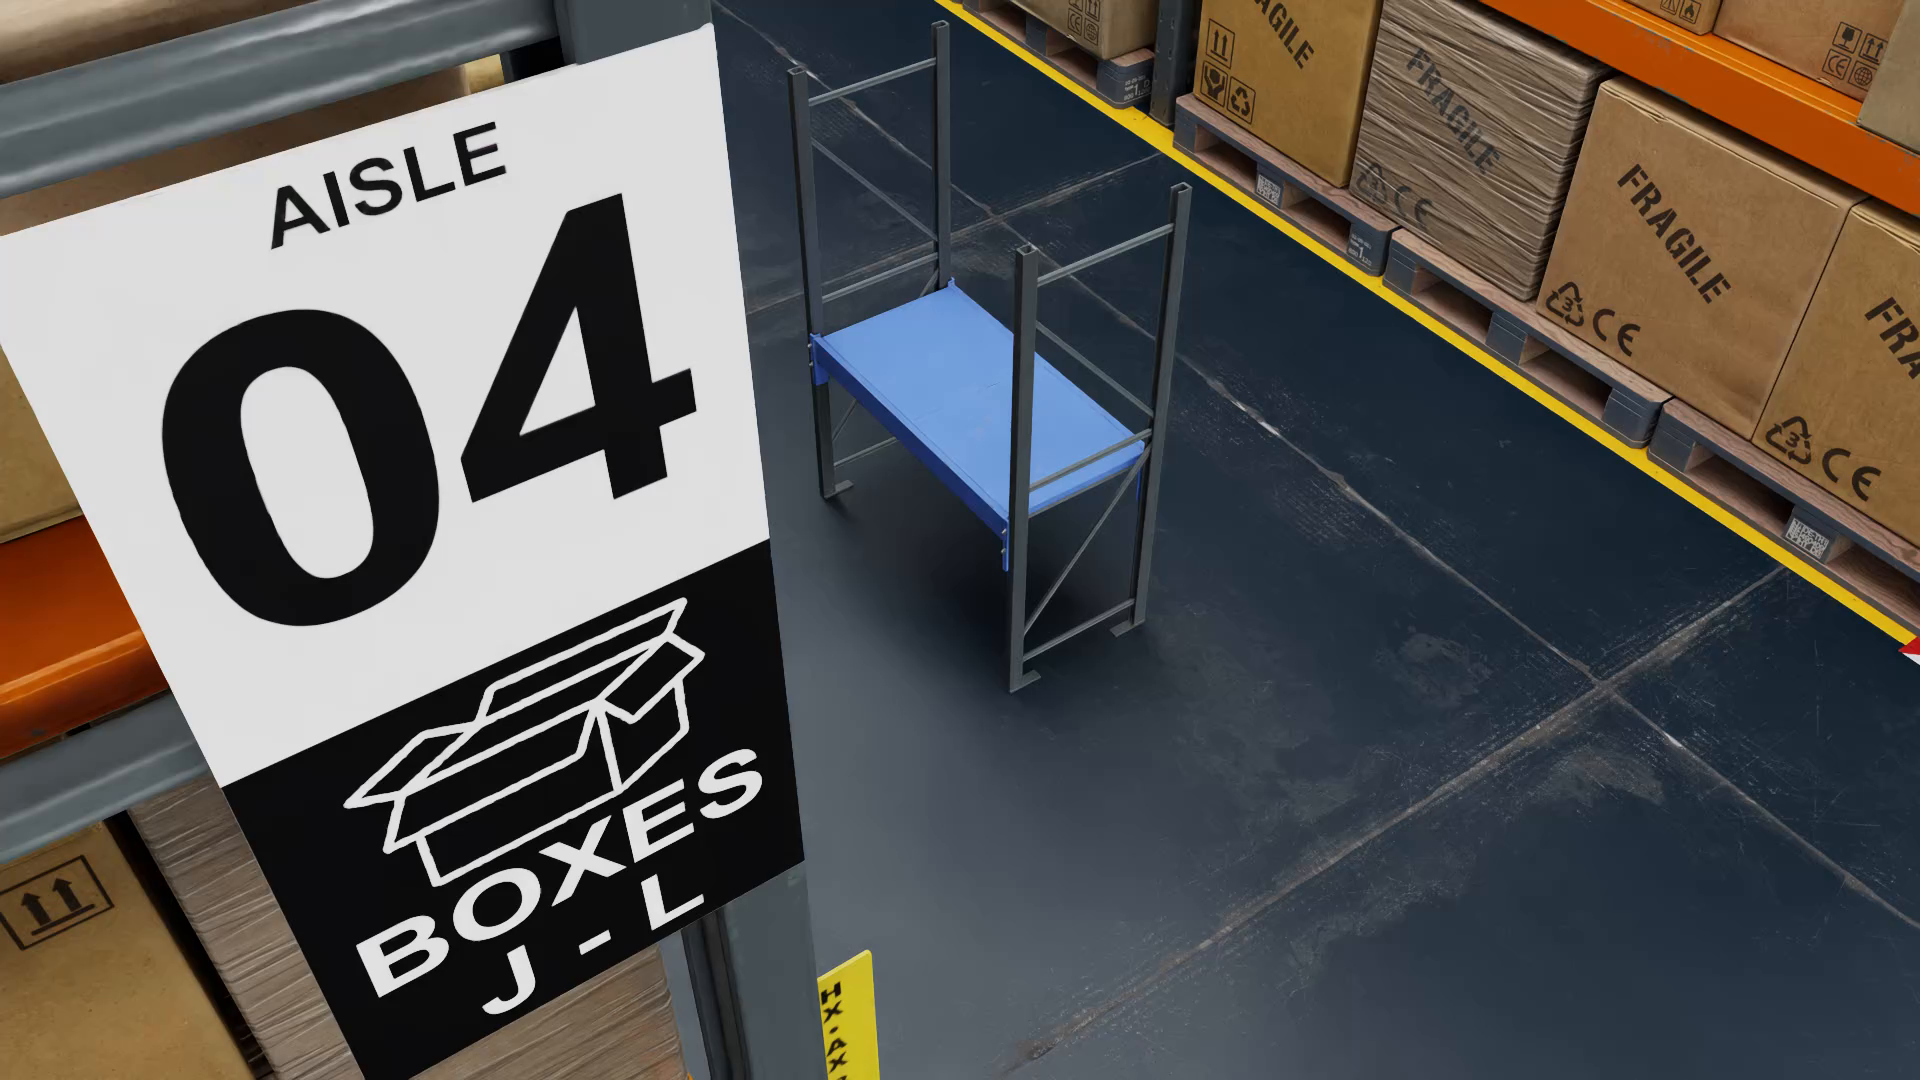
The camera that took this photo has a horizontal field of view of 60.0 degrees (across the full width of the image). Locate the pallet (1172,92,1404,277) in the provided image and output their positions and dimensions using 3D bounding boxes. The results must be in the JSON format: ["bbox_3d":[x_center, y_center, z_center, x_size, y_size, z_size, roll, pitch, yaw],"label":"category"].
[{"bbox_3d":[1.627,-1.598,6.772,1.003,0.211,1.213,-26,49,-24],"label":"pallet"}]

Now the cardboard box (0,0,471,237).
[{"bbox_3d":[-0.549,-0.323,1.064,0.380,0.149,0.250,-26,49,-25],"label":"cardboard box"}]

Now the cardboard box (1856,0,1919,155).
[{"bbox_3d":[2.963,-1.353,4.386,0.875,0.550,0.550,-26,49,-24],"label":"cardboard box"}]

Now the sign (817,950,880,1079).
[{"bbox_3d":[-0.136,0.571,1.852,0.100,0.325,0.005,-26,49,-24],"label":"sign"}]

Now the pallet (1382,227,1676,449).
[{"bbox_3d":[2.329,-0.907,6.047,1.003,0.211,1.213,-26,49,-24],"label":"pallet"}]

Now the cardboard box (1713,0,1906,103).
[{"bbox_3d":[2.745,-1.719,4.770,0.875,0.550,0.550,-26,49,-24],"label":"cardboard box"}]

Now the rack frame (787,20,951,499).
[{"bbox_3d":[-0.242,-0.782,4.983,0.500,1.500,0.032,-26,49,-24],"label":"rack frame"}]

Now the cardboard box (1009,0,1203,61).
[{"bbox_3d":[0.828,-2.723,7.255,1.050,0.750,0.750,-26,49,-25],"label":"cardboard box"}]

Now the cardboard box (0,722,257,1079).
[{"bbox_3d":[-1.099,0.380,1.668,0.500,0.500,0.500,-26,49,-24],"label":"cardboard box"}]

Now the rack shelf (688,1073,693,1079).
[{"bbox_3d":[-1.725,0.226,3.362,1.077,0.370,4.000,-26,49,-24],"label":"rack shelf"}]

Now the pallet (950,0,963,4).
[{"bbox_3d":[0.051,-3.159,8.406,1.003,0.211,1.213,-26,49,-24],"label":"pallet"}]

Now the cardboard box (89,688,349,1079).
[{"bbox_3d":[-0.672,0.174,1.883,0.500,0.500,0.500,-26,49,-24],"label":"cardboard box"}]

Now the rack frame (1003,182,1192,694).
[{"bbox_3d":[0.340,-0.206,4.380,0.500,1.500,0.032,-26,49,-24],"label":"rack frame"}]

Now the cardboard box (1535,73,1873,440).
[{"bbox_3d":[2.598,-1.042,5.404,0.875,0.875,0.875,-26,50,-25],"label":"cardboard box"}]

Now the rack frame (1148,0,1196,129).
[{"bbox_3d":[1.256,-3.069,6.292,1.000,3.000,0.127,-26,49,-24],"label":"rack frame"}]

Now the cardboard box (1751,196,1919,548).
[{"bbox_3d":[3.103,-0.545,4.883,0.875,0.875,0.875,-25,49,-24],"label":"cardboard box"}]

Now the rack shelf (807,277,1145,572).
[{"bbox_3d":[0.049,-0.364,4.806,0.538,0.185,1.000,-26,49,-24],"label":"rack shelf"}]

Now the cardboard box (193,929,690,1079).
[{"bbox_3d":[-0.873,0.633,2.127,0.875,0.500,0.500,-26,49,-24],"label":"cardboard box"}]

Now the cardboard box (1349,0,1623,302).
[{"bbox_3d":[2.078,-1.559,5.946,0.875,0.875,0.875,-25,49,-24],"label":"cardboard box"}]

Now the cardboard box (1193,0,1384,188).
[{"bbox_3d":[1.559,-2.068,6.479,0.875,0.875,0.875,-25,49,-24],"label":"cardboard box"}]

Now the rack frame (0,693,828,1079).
[{"bbox_3d":[-0.581,1.099,1.927,1.000,3.000,0.127,-26,49,-24],"label":"rack frame"}]

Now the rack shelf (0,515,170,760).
[{"bbox_3d":[-1.725,-0.859,2.326,1.077,0.370,4.000,-26,49,-24],"label":"rack shelf"}]

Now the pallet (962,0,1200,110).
[{"bbox_3d":[0.753,-2.467,7.682,1.003,0.211,1.213,-26,49,-24],"label":"pallet"}]

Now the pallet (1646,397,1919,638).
[{"bbox_3d":[3.023,-0.217,5.324,1.003,0.211,1.213,-26,49,-24],"label":"pallet"}]

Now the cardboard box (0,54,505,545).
[{"bbox_3d":[-0.645,-0.307,1.335,0.500,0.250,0.500,-24,49,-23],"label":"cardboard box"}]

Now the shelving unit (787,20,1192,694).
[{"bbox_3d":[0.049,-0.494,4.682,0.538,1.500,1.048,-26,49,-24],"label":"shelving unit"}]

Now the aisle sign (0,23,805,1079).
[{"bbox_3d":[-0.300,0.075,1.116,0.394,0.787,0.004,-26,49,-24],"label":"aisle sign"}]

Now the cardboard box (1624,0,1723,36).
[{"bbox_3d":[2.408,-2.003,5.067,0.875,0.550,0.500,-26,49,-24],"label":"cardboard box"}]
